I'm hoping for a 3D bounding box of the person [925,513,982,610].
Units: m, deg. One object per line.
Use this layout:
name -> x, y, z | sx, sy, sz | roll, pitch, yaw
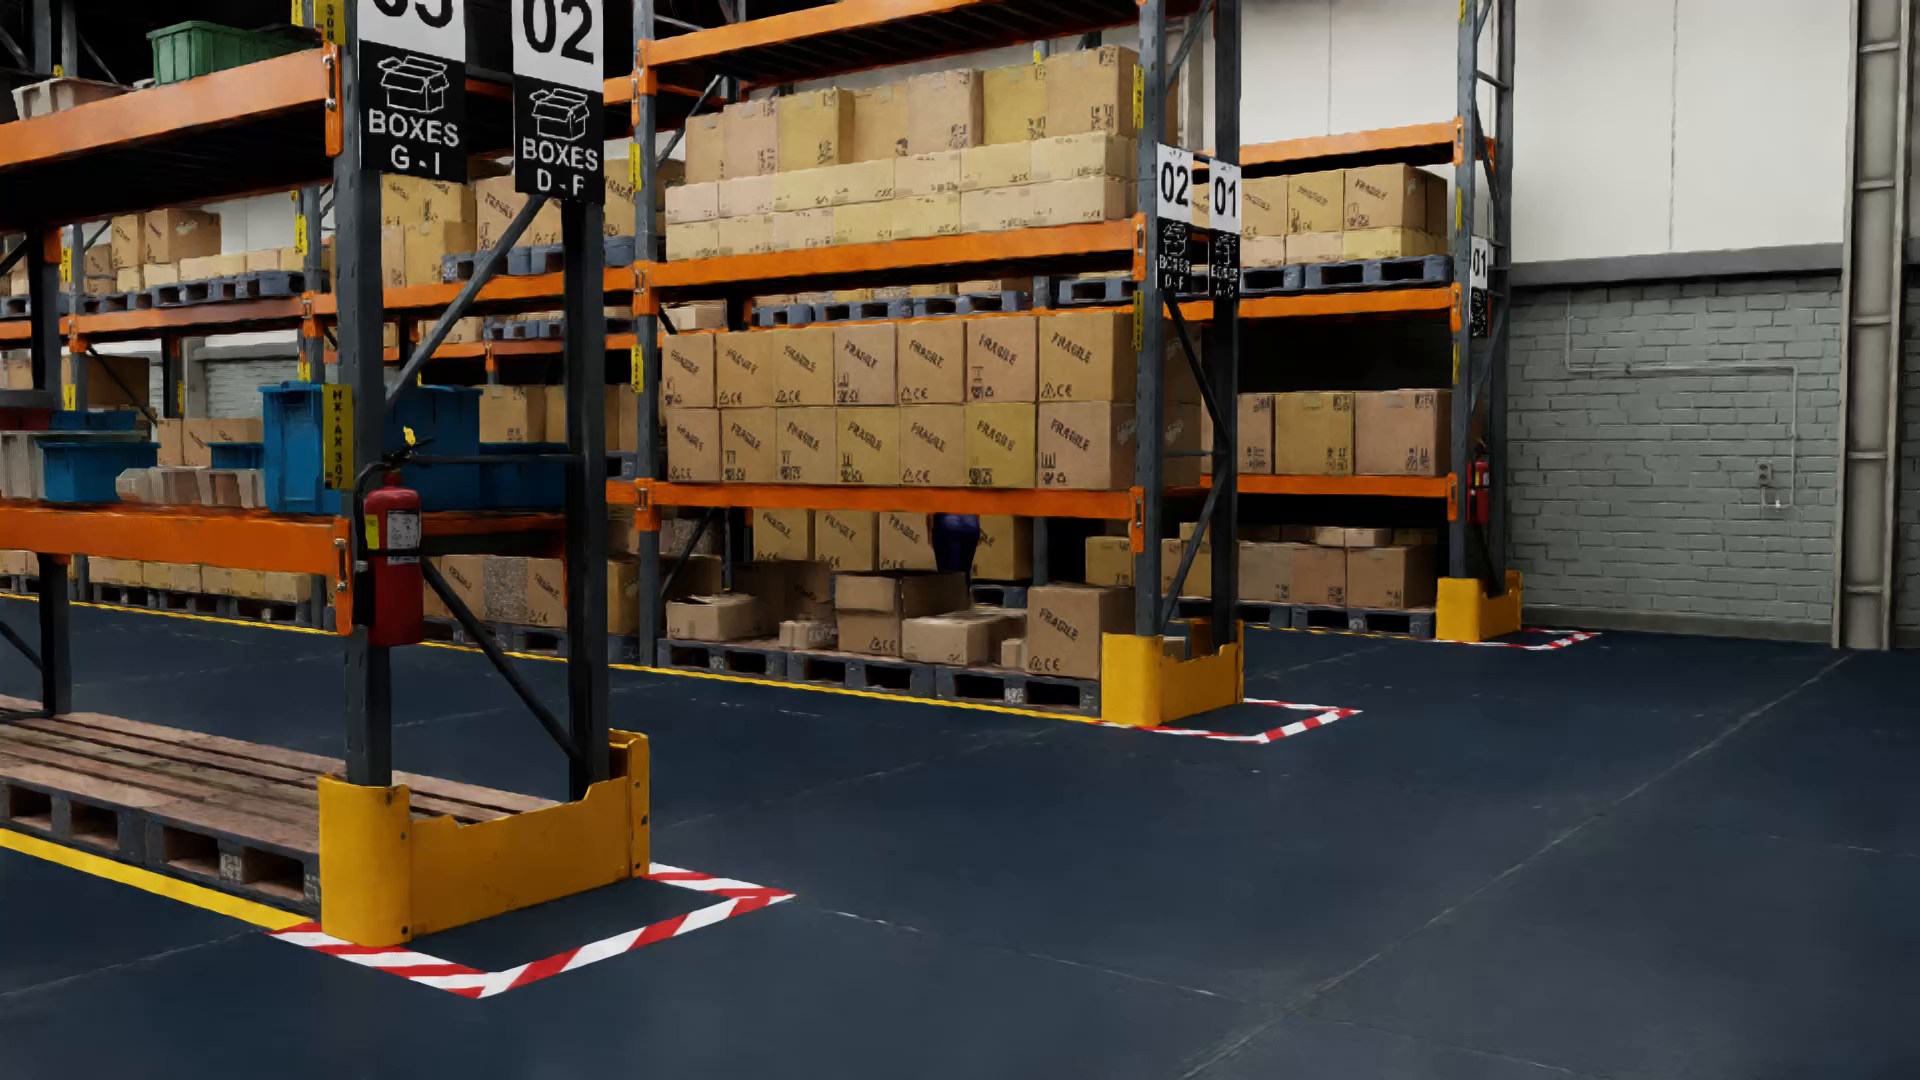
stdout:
person -> -0.082, -0.071, 13.934 | 0.535, 1.614, 0.683 | -2, 4, -37
